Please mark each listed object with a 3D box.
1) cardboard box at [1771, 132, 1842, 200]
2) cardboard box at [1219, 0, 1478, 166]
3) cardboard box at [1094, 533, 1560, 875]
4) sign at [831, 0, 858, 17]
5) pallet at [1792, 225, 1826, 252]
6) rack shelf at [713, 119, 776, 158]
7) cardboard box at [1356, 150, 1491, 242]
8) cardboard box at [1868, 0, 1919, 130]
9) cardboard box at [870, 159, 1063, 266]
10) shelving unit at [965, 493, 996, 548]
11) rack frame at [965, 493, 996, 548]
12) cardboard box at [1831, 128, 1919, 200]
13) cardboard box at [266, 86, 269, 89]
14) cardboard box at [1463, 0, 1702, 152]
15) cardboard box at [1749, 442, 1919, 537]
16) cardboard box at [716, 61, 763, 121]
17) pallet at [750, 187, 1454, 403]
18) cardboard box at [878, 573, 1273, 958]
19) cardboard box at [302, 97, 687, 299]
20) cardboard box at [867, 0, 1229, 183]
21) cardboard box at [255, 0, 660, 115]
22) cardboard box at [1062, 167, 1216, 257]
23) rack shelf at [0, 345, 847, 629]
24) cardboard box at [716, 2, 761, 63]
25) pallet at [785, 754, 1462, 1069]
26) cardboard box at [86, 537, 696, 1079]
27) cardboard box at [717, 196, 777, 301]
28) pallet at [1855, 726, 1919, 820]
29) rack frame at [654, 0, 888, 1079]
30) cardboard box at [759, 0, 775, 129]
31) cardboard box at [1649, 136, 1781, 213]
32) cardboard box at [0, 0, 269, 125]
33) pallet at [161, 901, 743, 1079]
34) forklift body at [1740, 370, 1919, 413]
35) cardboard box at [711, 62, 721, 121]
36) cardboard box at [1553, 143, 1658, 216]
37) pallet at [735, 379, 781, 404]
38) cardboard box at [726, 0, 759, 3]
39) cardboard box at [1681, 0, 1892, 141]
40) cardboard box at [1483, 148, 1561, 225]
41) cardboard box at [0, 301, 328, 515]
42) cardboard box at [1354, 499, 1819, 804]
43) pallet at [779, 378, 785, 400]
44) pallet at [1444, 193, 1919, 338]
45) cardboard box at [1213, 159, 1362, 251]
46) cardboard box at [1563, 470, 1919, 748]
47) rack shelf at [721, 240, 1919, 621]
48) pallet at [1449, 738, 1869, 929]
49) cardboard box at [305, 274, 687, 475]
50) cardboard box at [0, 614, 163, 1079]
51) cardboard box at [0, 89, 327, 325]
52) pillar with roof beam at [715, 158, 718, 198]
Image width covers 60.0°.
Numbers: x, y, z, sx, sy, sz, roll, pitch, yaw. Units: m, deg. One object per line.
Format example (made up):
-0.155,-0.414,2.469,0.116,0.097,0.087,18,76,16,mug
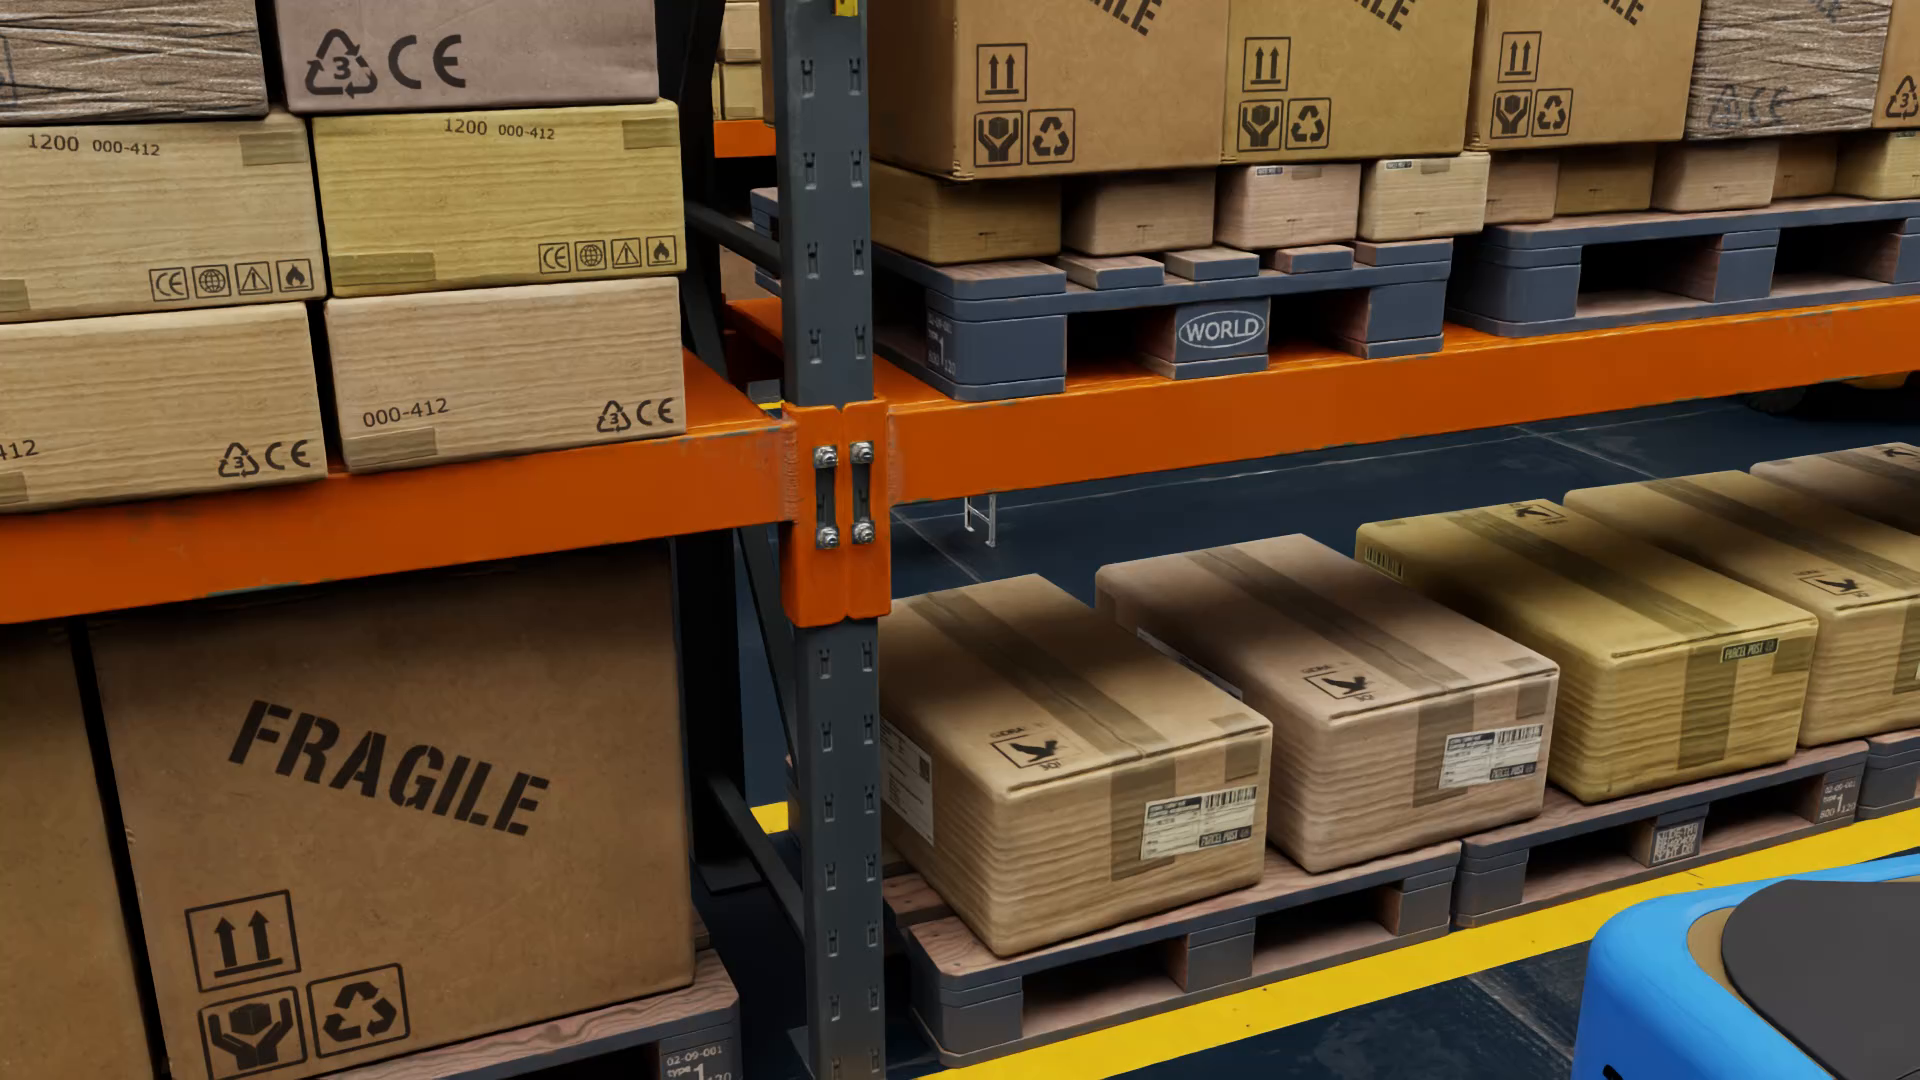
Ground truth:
1.694,-0.855,3.681,0.250,0.149,0.380,-9,21,-24,cardboard box
0.590,-0.979,3.056,0.500,0.500,0.500,-7,21,-19,cardboard box
0.807,0.336,3.875,0.625,0.372,0.950,-9,21,-23,cardboard box
-0.167,-0.912,2.352,0.005,0.325,0.100,-8,21,-22,sign
2.523,-0.914,4.390,1.213,0.211,1.003,-8,21,-22,pallet
-0.523,-1.971,8.188,4.000,0.370,1.077,-8,21,-22,rack shelf
0.785,-0.679,3.180,0.250,0.149,0.380,-8,21,-22,cardboard box
2.018,-1.184,3.637,0.500,0.500,0.500,-7,21,-20,cardboard box
-0.018,-0.600,2.956,0.250,0.149,0.380,-9,22,-25,cardboard box
-0.152,-0.544,5.761,0.503,1.200,0.258,-8,21,-22,shelving unit
0.072,-0.576,5.852,0.015,1.200,0.240,-8,21,-22,rack frame
1.977,-0.859,3.690,0.250,0.149,0.380,-8,21,-22,cardboard box
-1.392,-0.995,2.675,0.500,0.500,0.500,-8,21,-22,cardboard box
1.075,-1.051,3.261,0.500,0.500,0.500,-8,21,-21,cardboard box
2.802,0.050,4.687,0.625,0.372,0.950,-8,21,-21,cardboard box
-0.922,-2.095,7.682,0.500,0.250,0.500,-9,21,-24,cardboard box
0.222,-0.570,3.414,1.003,0.211,1.213,-8,21,-22,pallet
0.132,0.436,3.593,0.625,0.372,0.950,-10,22,-26,cardboard box
-0.734,-0.558,2.564,0.500,0.250,0.500,-8,21,-22,cardboard box
0.115,-0.909,2.856,0.500,0.500,0.500,-9,21,-23,cardboard box
-0.761,-0.906,2.421,0.500,0.500,0.500,-9,21,-23,cardboard box
0.255,-0.627,3.032,0.250,0.149,0.380,-10,22,-25,cardboard box
-2.227,0.068,2.396,4.000,0.370,1.077,-8,21,-22,rack shelf
-0.908,-2.325,7.583,0.500,0.250,0.500,-9,21,-23,cardboard box
0.328,0.678,3.777,1.213,0.211,1.003,-8,21,-22,pallet
-1.057,0.335,3.121,0.875,0.875,0.875,-8,21,-22,cardboard box
-1.185,-1.292,8.118,0.625,0.625,0.875,-7,21,-20,cardboard box
2.568,0.357,4.689,1.213,0.211,1.003,-8,21,-22,pallet
-0.390,-0.535,3.024,0.127,3.000,1.000,-8,21,-22,rack frame
-0.083,-1.065,3.298,0.500,0.500,0.500,-9,21,-23,cardboard box
1.485,-0.798,3.518,0.250,0.149,0.380,-7,21,-20,cardboard box
-1.229,-0.836,2.222,0.500,0.500,0.500,-8,21,-21,cardboard box
-1.144,0.862,3.257,1.213,0.211,1.003,-8,21,-22,pallet
3.967,-1.894,8.163,1.214,2.155,2.313,-8,21,-22,forklift body
-1.392,-2.025,7.484,0.500,0.250,0.500,-9,21,-23,cardboard box
1.219,-0.784,3.477,0.250,0.149,0.380,-7,21,-20,cardboard box
-1.589,-0.829,8.058,1.213,0.211,1.003,-8,21,-22,pallet
-1.026,-2.510,7.508,0.250,0.149,0.380,-8,21,-21,cardboard box
1.537,-1.115,3.441,0.500,0.500,0.500,-9,21,-24,cardboard box
0.975,-0.734,3.337,0.250,0.149,0.380,-7,21,-19,cardboard box
-1.215,-0.246,2.430,0.500,0.250,0.500,-8,21,-21,cardboard box
1.505,0.238,4.154,0.625,0.372,0.950,-7,21,-20,cardboard box
-0.470,-0.988,8.510,1.213,0.211,1.003,-8,21,-22,pallet
1.411,-0.717,3.831,1.213,0.211,1.003,-8,21,-22,pallet
0.524,-0.649,3.095,0.250,0.149,0.380,-10,22,-25,cardboard box
2.143,0.146,4.415,0.625,0.372,0.950,-7,21,-19,cardboard box
1.446,-0.458,3.890,4.000,0.370,1.077,-8,21,-22,rack shelf
1.446,0.519,4.230,1.213,0.211,1.003,-8,21,-22,pallet
-0.752,-0.318,2.635,0.500,0.250,0.500,-9,21,-24,cardboard box
-1.878,0.451,2.791,0.875,0.875,0.875,-8,21,-21,cardboard box
-1.204,-0.490,2.370,0.500,0.250,0.500,-9,21,-23,cardboard box
0.185,-4.011,3.864,0.400,9.000,9.100,-8,21,-22,pillar with roof beam
